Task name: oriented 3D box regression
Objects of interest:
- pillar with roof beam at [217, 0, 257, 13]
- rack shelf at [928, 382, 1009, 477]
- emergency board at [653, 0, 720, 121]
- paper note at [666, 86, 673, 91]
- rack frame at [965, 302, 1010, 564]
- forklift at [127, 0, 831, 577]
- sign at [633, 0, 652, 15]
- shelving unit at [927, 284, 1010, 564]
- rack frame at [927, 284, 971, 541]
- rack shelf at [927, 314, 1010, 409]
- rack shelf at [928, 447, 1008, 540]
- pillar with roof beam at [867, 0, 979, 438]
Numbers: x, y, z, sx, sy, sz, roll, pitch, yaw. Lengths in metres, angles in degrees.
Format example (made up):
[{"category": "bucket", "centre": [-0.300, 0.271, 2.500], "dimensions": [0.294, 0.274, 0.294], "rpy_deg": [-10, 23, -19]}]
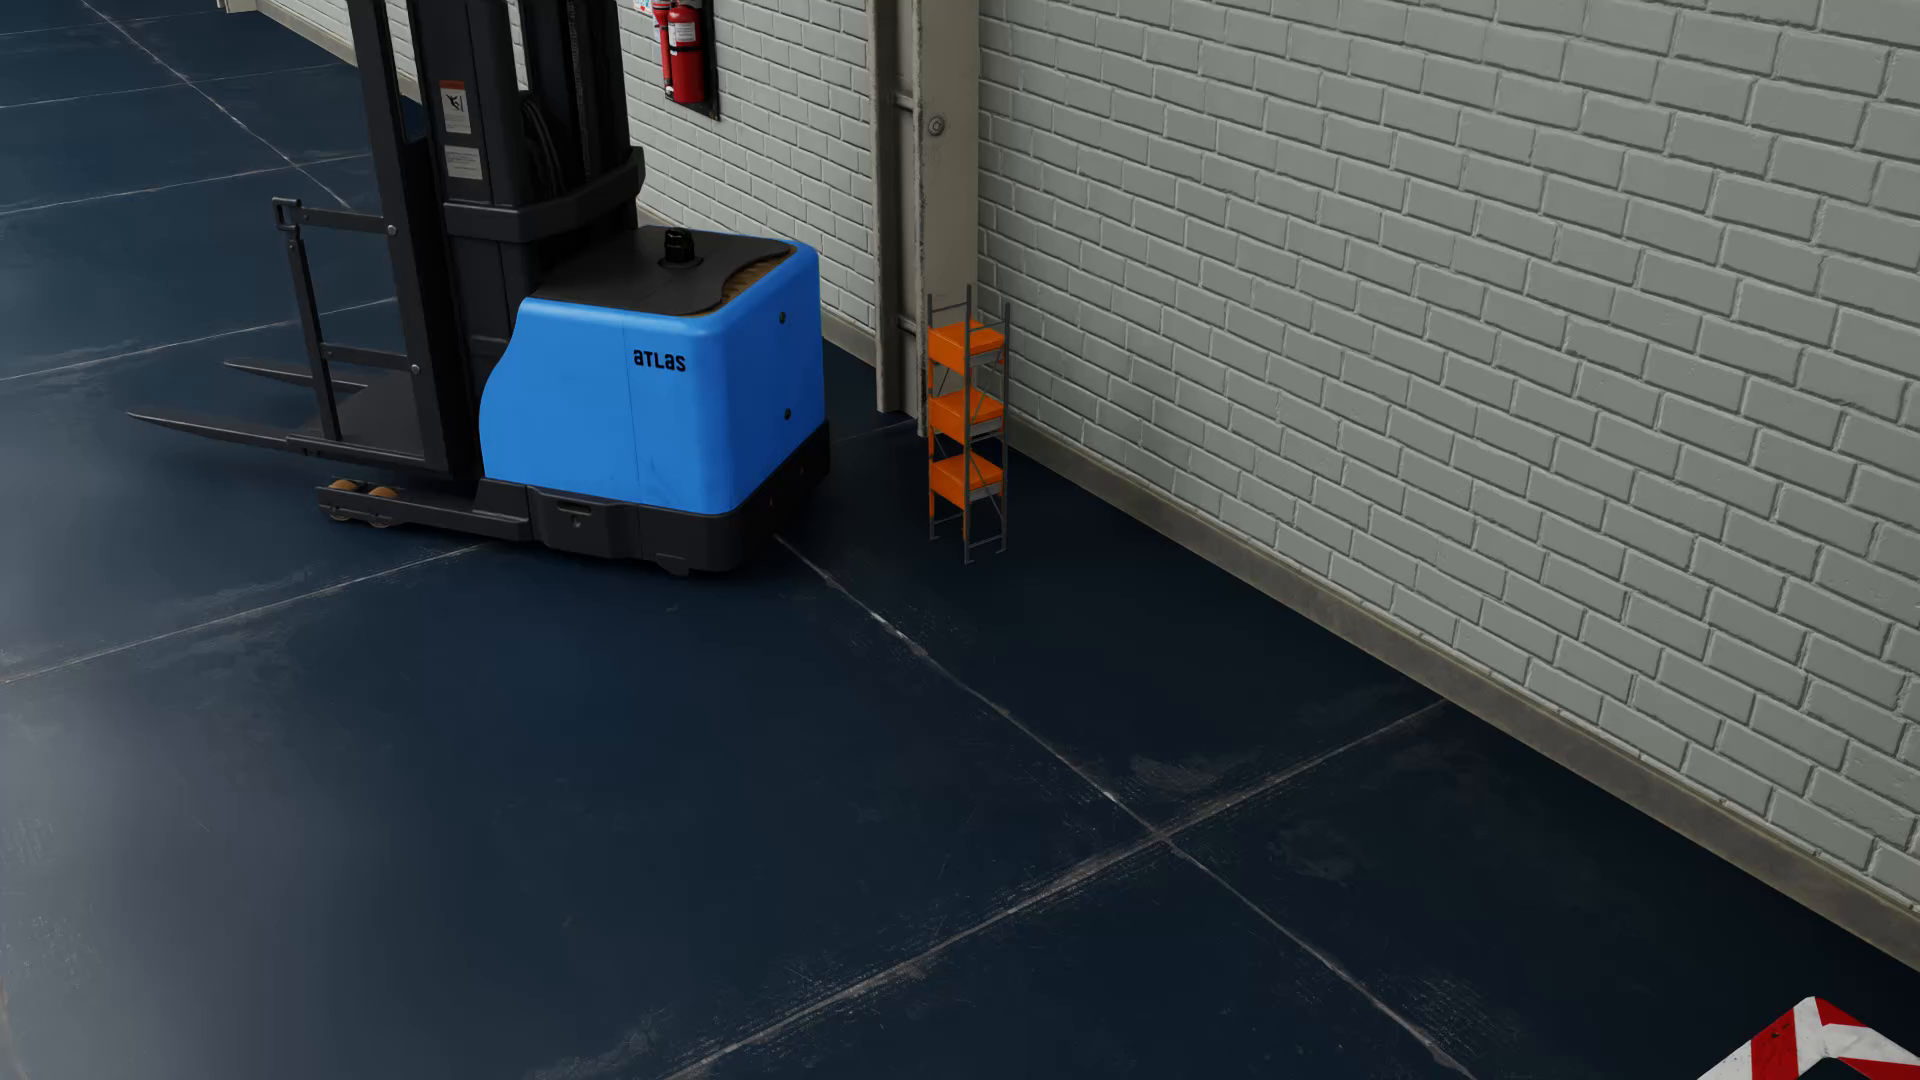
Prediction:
[{"category": "pillar with roof beam", "centre": [-10.624, -8.014, 12.077], "dimensions": [9.100, 9.000, 0.400], "rpy_deg": [-19, 34, -31]}, {"category": "rack shelf", "centre": [0.031, -0.431, 6.466], "dimensions": [0.215, 0.259, 0.240], "rpy_deg": [-19, 34, -31]}, {"category": "emergency board", "centre": [-1.558, -2.876, 8.902], "dimensions": [0.194, 1.169, 0.643], "rpy_deg": [-19, 34, -31]}, {"category": "paper note", "centre": [-1.605, -2.577, 9.274], "dimensions": [0.016, 0.148, 0.142], "rpy_deg": [-19, 34, -31]}, {"category": "rack frame", "centre": [0.102, -0.393, 6.374], "dimensions": [0.200, 1.050, 0.008], "rpy_deg": [-19, 34, -31]}, {"category": "forklift", "centre": [-2.129, -1.562, 6.556], "dimensions": [3.031, 2.935, 1.130], "rpy_deg": [9, 30, 17]}, {"category": "sign", "centre": [-1.795, -3.135, 9.342], "dimensions": [0.001, 0.329, 0.234], "rpy_deg": [-19, 34, -31]}, {"category": "shelving unit", "centre": [0.031, -0.441, 6.461], "dimensions": [0.215, 1.050, 0.252], "rpy_deg": [-19, 34, -31]}, {"category": "rack frame", "centre": [-0.040, -0.488, 6.548], "dimensions": [0.200, 1.050, 0.008], "rpy_deg": [-19, 34, -31]}, {"category": "rack shelf", "centre": [0.031, -0.681, 6.331], "dimensions": [0.215, 0.259, 0.240], "rpy_deg": [-19, 34, -31]}, {"category": "rack shelf", "centre": [0.031, -0.187, 6.599], "dimensions": [0.215, 0.259, 0.240], "rpy_deg": [-19, 34, -31]}, {"category": "pillar with roof beam", "centre": [-3.663, -3.349, 3.488], "dimensions": [9.100, 9.000, 0.400], "rpy_deg": [-19, 34, -31]}]
